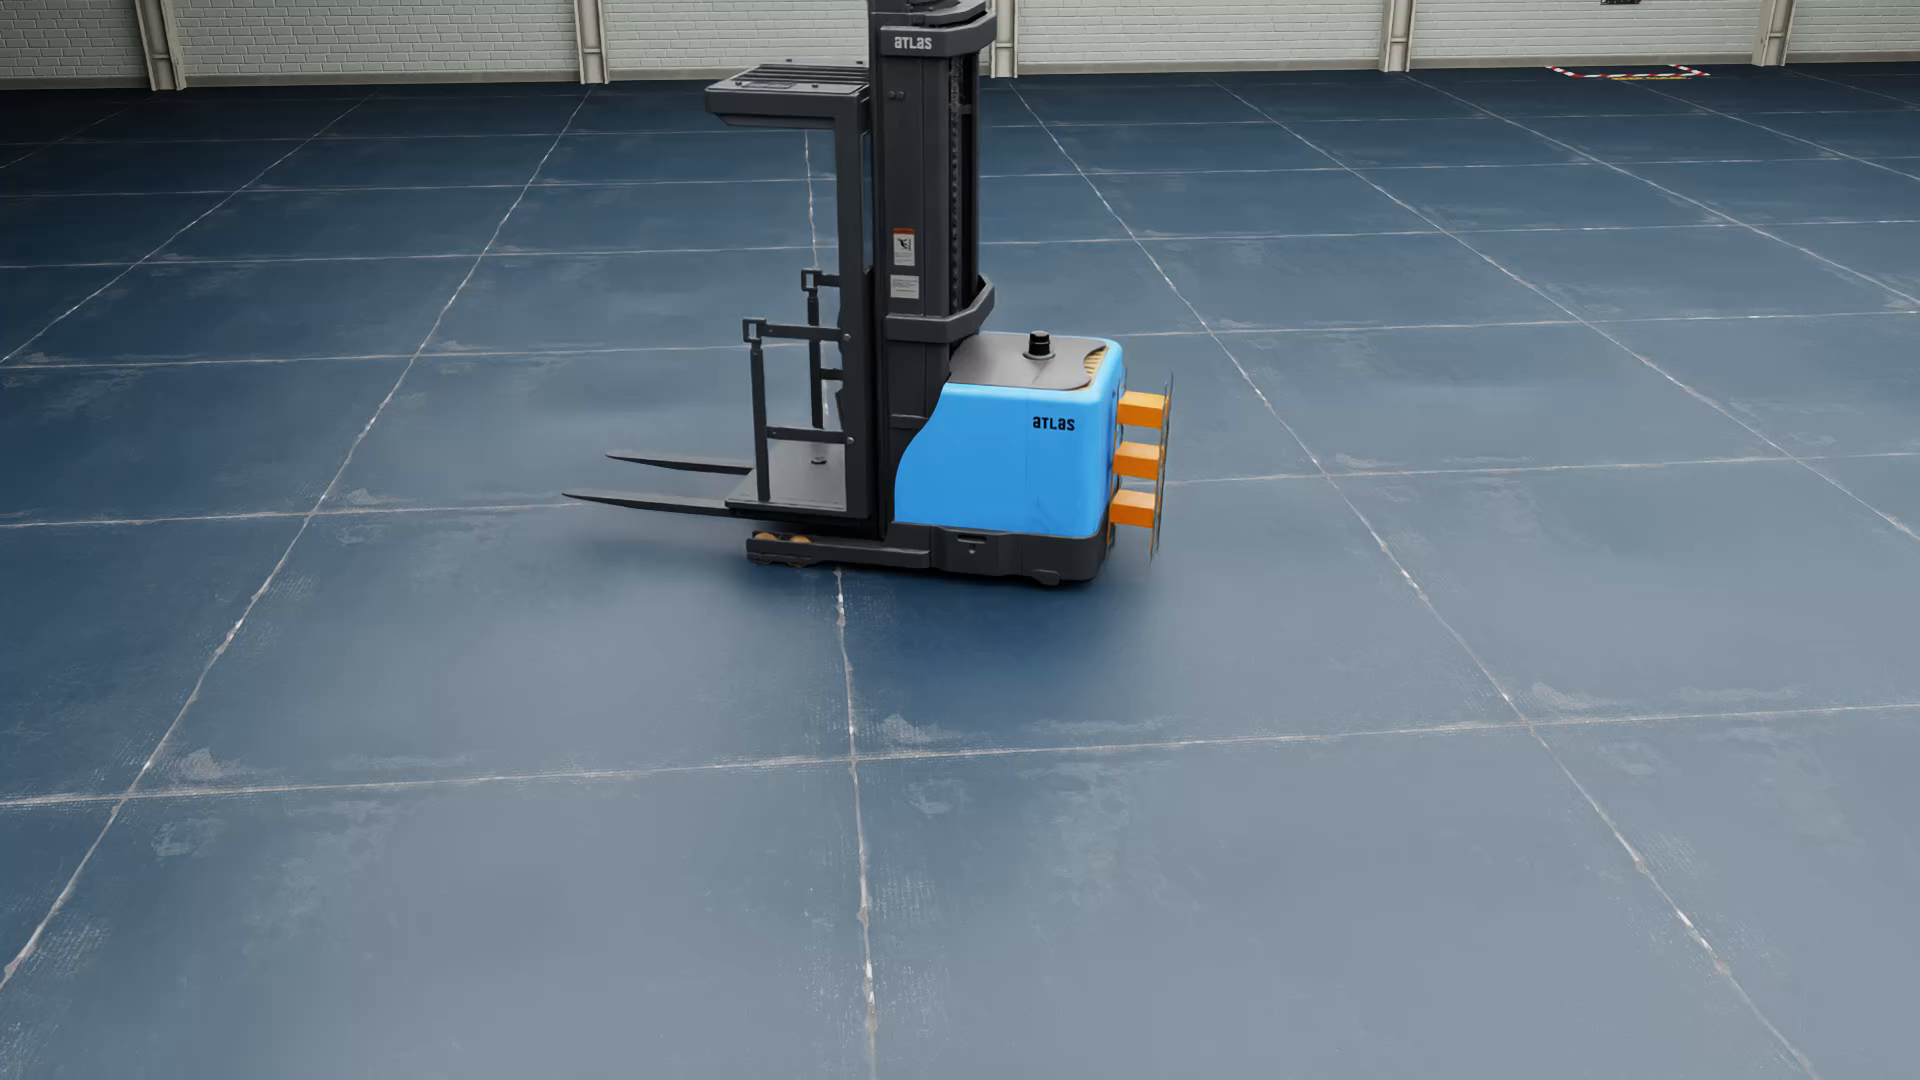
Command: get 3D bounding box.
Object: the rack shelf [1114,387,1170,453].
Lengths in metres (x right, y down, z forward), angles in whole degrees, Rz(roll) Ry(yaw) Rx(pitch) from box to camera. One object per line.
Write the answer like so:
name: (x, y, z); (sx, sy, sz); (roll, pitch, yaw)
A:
rack shelf: (0.955, -0.628, 8.686); (0.240, 0.259, 0.215); (9, 26, 15)

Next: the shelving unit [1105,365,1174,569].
shelving unit: (0.947, -0.379, 8.800); (0.252, 1.050, 0.215); (9, 26, 15)

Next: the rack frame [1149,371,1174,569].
rack frame: (1.063, -0.361, 8.769); (0.008, 1.050, 0.200); (9, 26, 15)

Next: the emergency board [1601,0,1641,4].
emergency board: (10.112, -8.706, 25.143); (0.626, 1.169, 0.157); (-2, 24, -5)

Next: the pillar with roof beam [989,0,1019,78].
pillar with roof beam: (1.067, -9.304, 19.103); (0.400, 9.000, 9.100); (-2, 24, -5)

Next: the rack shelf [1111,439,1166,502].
rack shelf: (0.947, -0.370, 8.805); (0.240, 0.259, 0.215); (9, 26, 15)

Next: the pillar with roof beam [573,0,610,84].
pillar with roof beam: (-4.904, -9.065, 18.565); (0.400, 9.000, 9.100); (-2, 24, -5)

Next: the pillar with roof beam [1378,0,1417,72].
pillar with roof beam: (7.038, -9.544, 19.642); (0.400, 9.000, 9.100); (-2, 24, -5)

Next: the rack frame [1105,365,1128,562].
rack frame: (0.830, -0.398, 8.832); (0.008, 1.050, 0.200); (9, 26, 15)

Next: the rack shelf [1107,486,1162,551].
rack shelf: (0.938, -0.117, 8.921); (0.240, 0.259, 0.215); (9, 26, 15)

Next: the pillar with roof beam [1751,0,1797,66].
pillar with roof beam: (13.009, -9.783, 20.181); (0.400, 9.000, 9.100); (-2, 24, -5)

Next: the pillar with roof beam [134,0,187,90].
pillar with roof beam: (-10.875, -8.825, 18.026); (0.400, 9.000, 9.100); (-2, 24, -5)

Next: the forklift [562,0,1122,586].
forklift: (-0.676, -1.395, 8.779); (3.031, 2.935, 1.130); (5, 24, 11)
